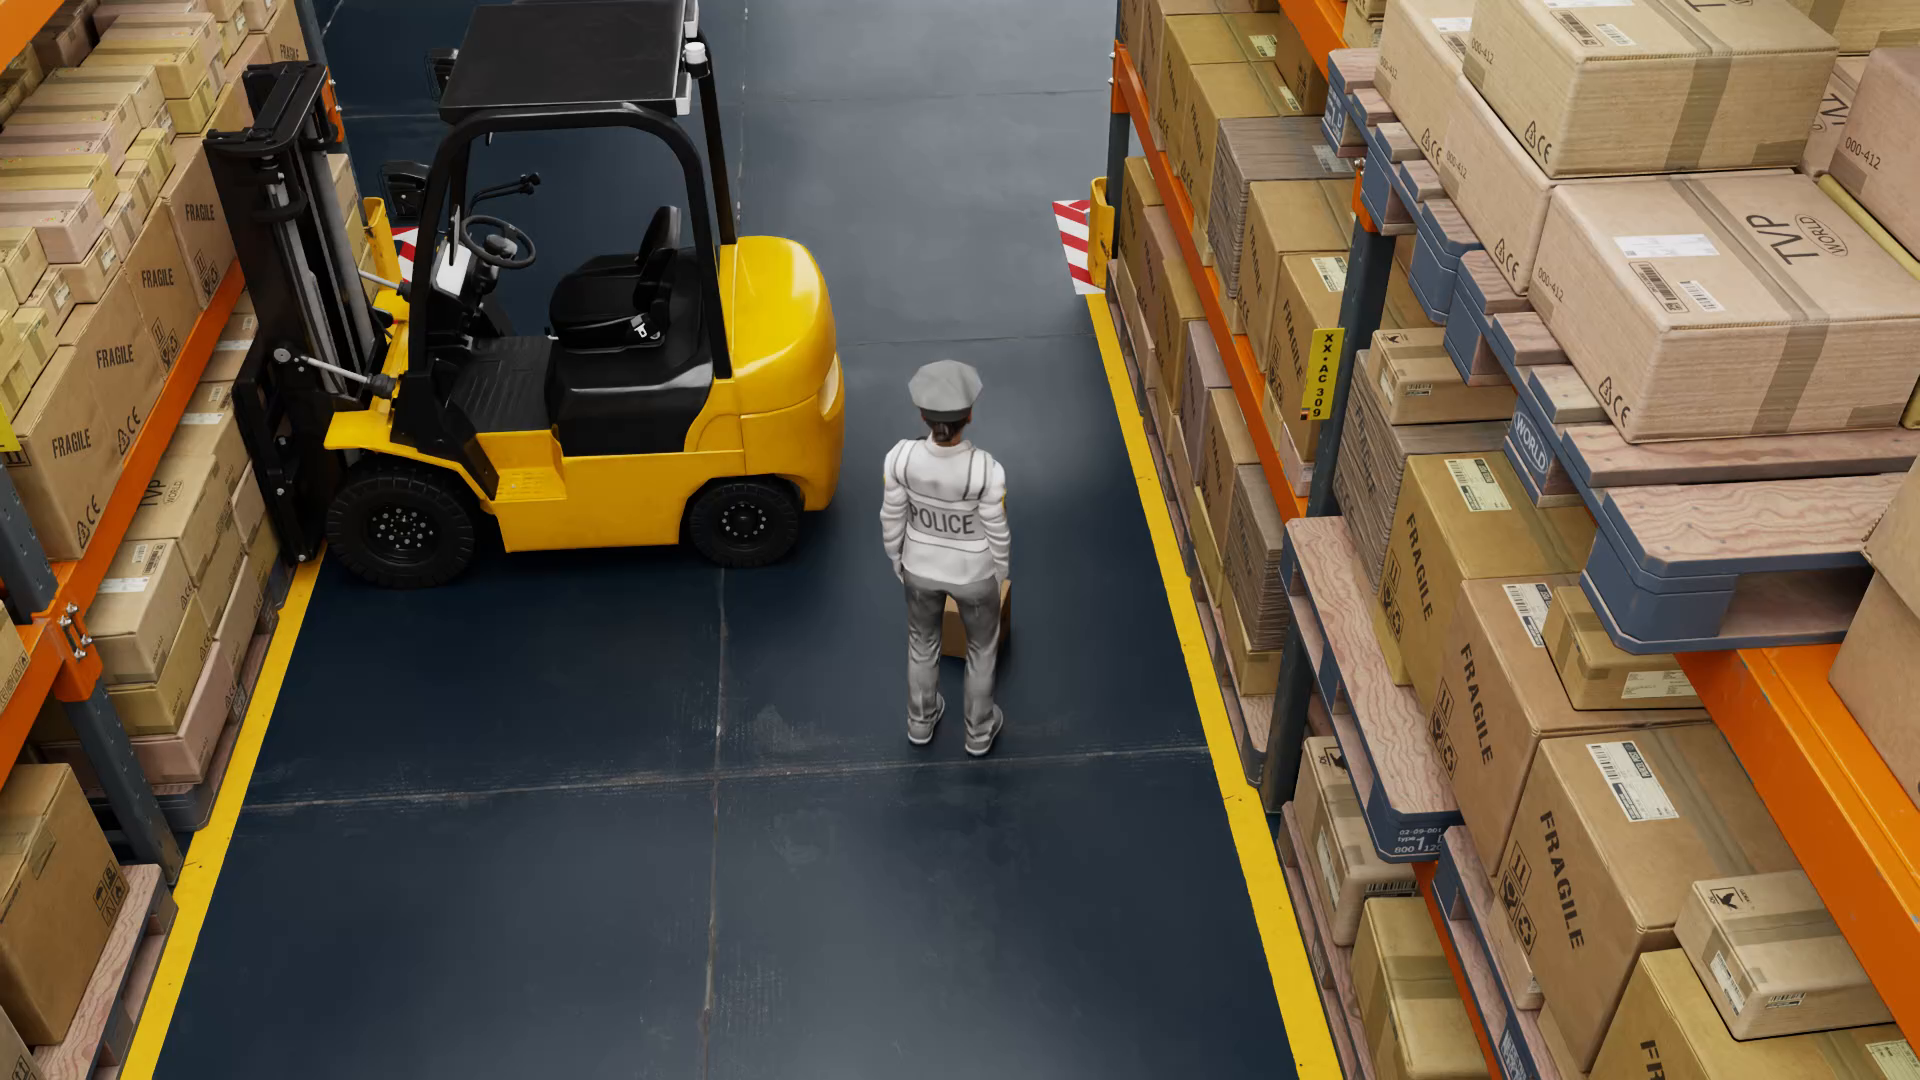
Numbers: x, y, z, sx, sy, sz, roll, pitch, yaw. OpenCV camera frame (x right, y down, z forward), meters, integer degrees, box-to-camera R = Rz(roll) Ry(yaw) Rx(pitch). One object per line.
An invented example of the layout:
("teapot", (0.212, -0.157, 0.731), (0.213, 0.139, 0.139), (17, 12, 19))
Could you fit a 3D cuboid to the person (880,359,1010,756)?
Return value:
("person", (-0.043, 0.096, 6.043), (0.473, 1.661, 0.331), (10, 40, 12))
